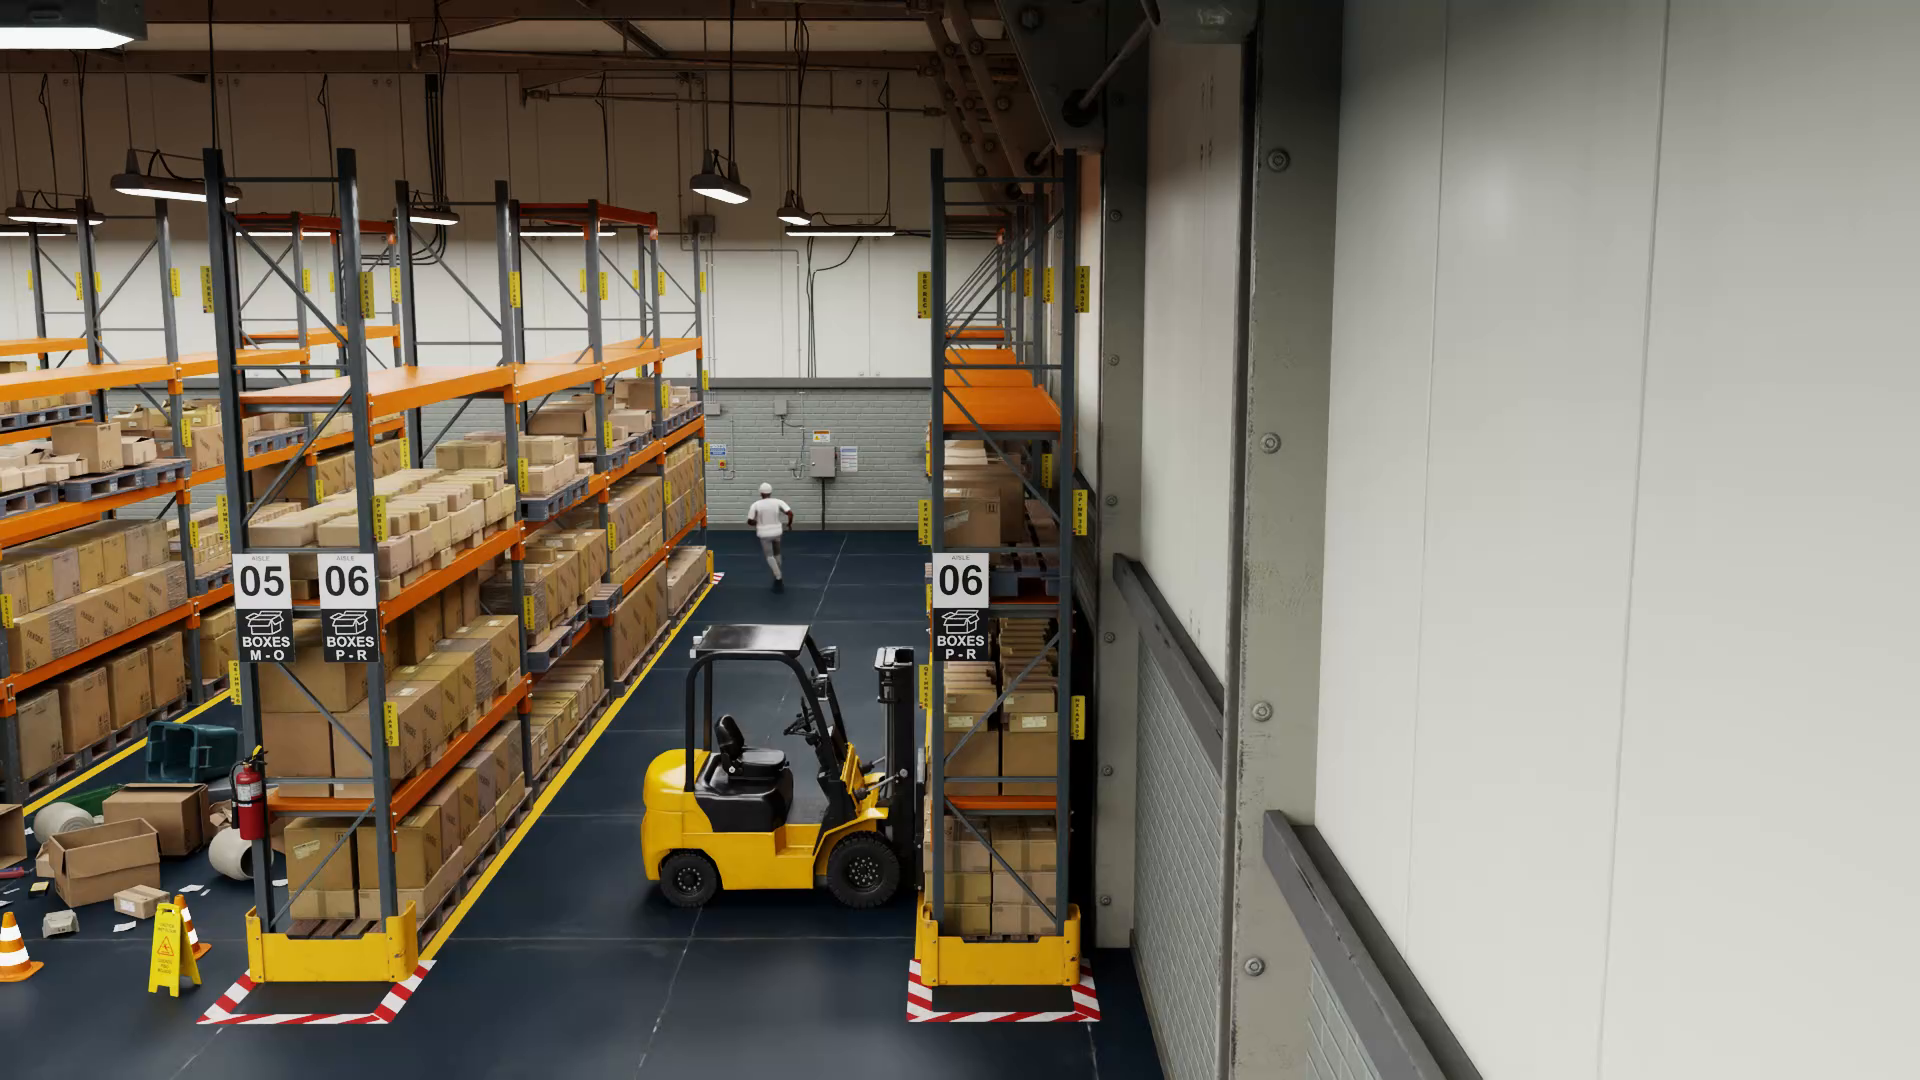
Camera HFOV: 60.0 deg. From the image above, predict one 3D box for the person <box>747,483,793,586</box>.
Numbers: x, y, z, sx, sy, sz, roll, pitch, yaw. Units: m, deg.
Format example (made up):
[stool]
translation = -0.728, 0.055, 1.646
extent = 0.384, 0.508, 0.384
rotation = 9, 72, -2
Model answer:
[person]
translation = -3.131, -0.044, 27.387
extent = 0.735, 1.788, 0.871
rotation = -3, 10, -17
